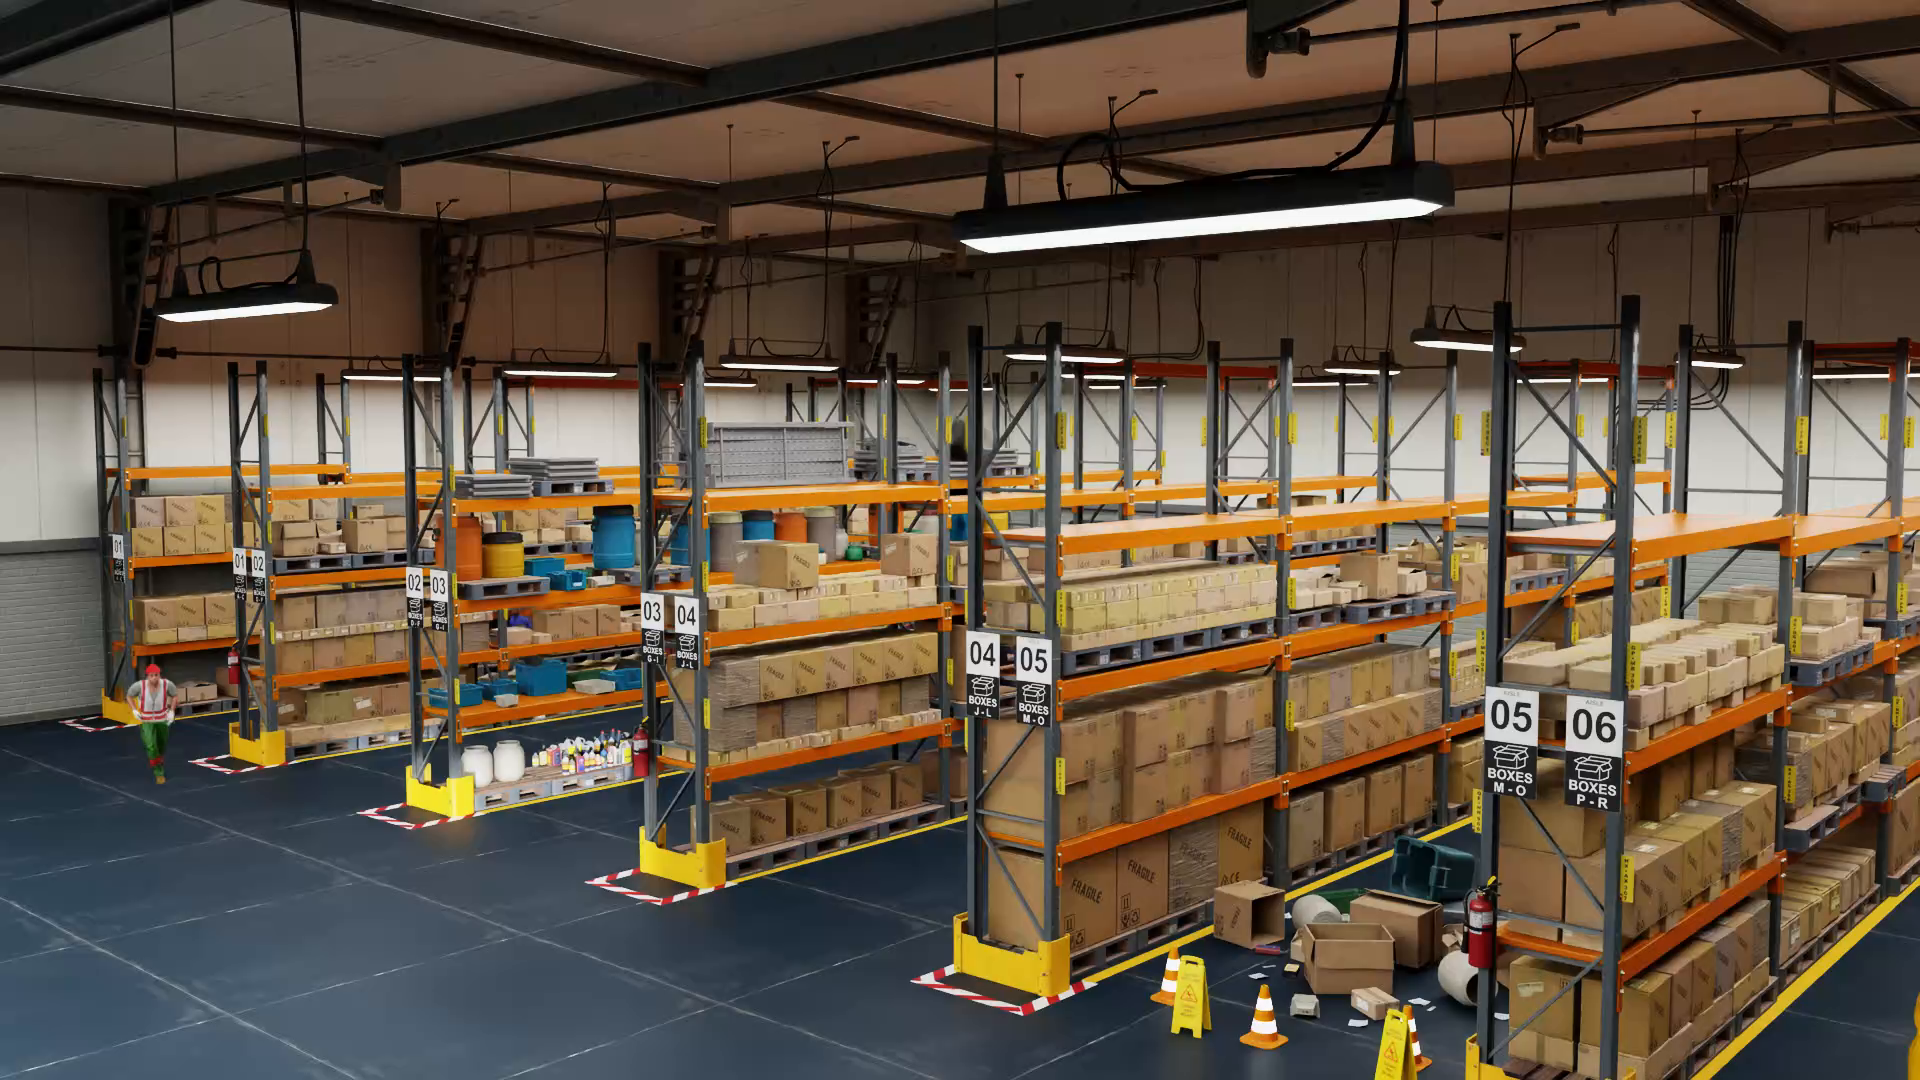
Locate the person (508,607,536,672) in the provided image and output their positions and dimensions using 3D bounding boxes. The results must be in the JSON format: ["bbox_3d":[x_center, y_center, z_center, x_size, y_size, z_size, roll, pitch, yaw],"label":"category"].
[{"bbox_3d":[-8.338,2.044,31.453,0.664,1.691,0.752,2,5,28],"label":"person"}]

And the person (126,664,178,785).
[{"bbox_3d":[-11.500,2.585,23.711,0.663,1.728,0.972,-2,5,-22],"label":"person"}]
